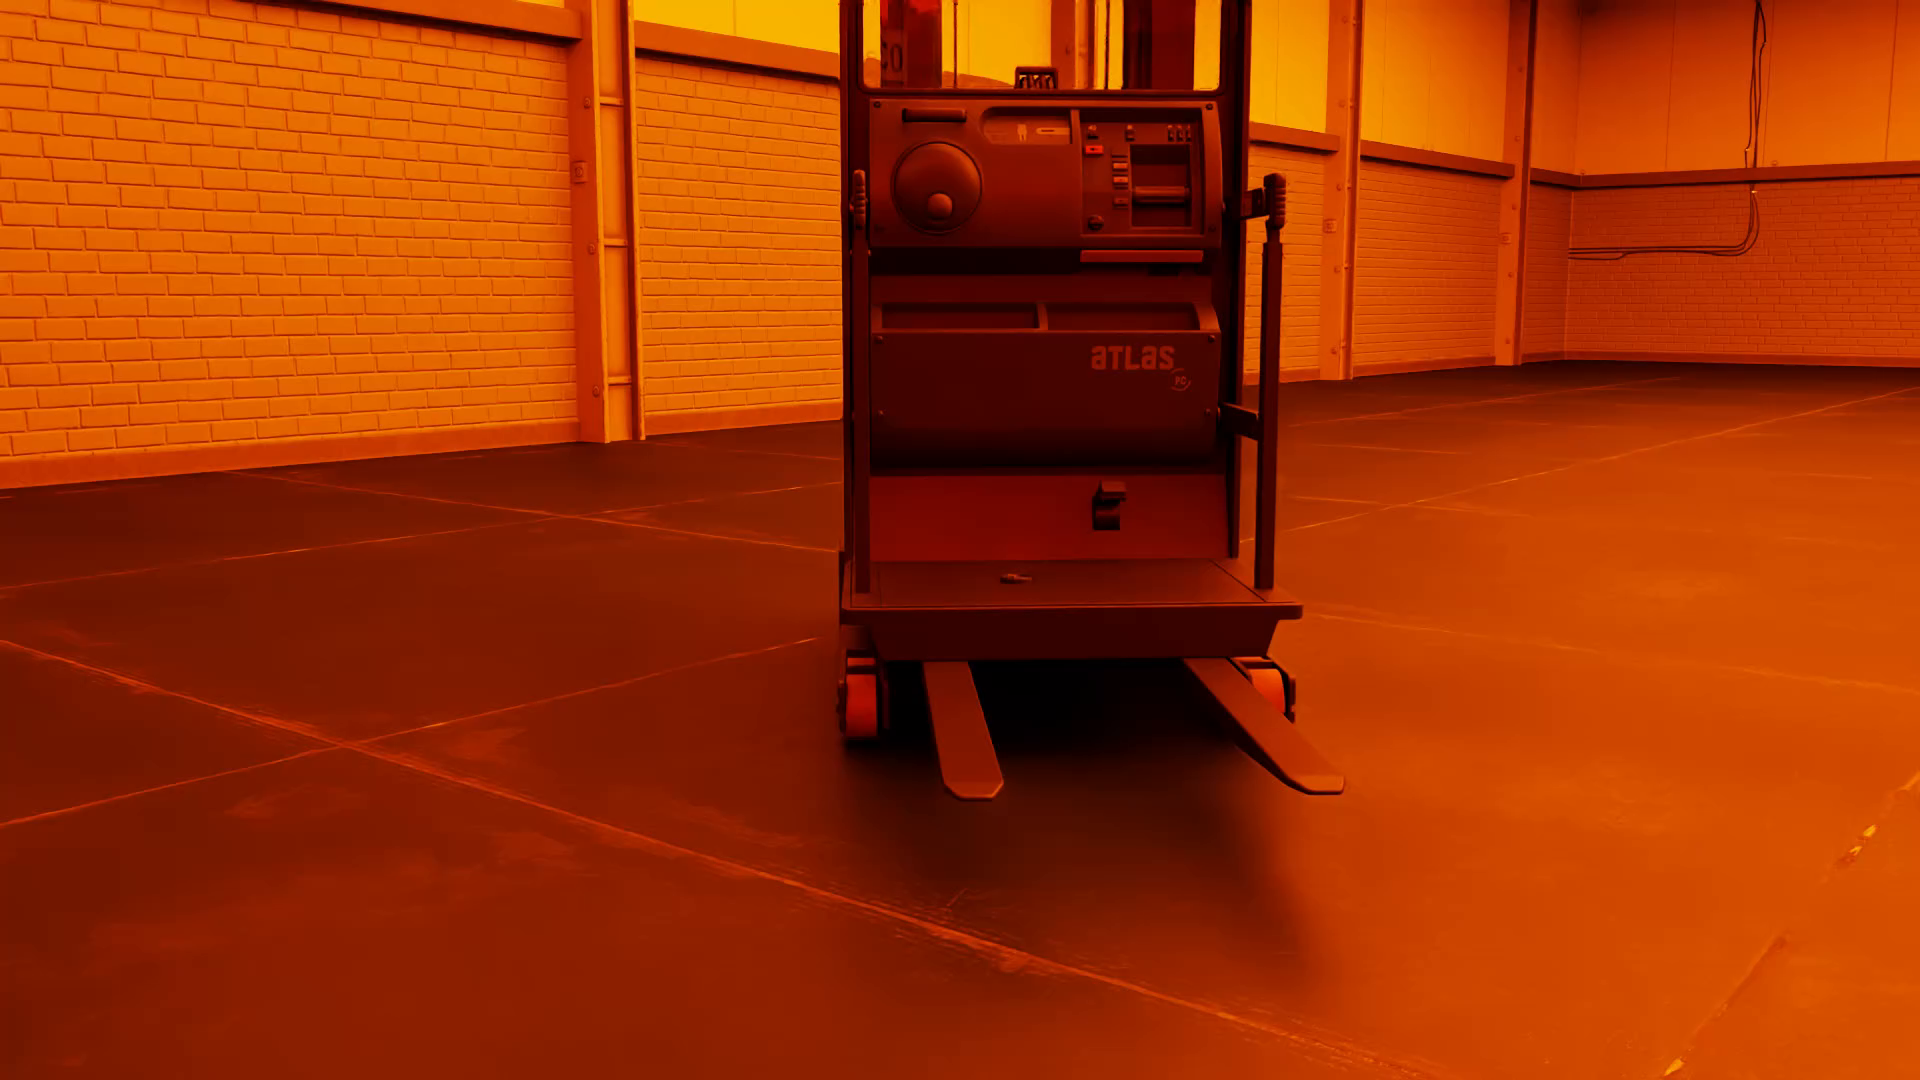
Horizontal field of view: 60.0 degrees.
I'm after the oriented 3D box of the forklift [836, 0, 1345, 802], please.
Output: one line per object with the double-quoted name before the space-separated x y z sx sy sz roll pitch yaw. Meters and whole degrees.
"forklift" 0.240 -1.009 4.181 1.130 2.935 3.031 -1 8 -3
